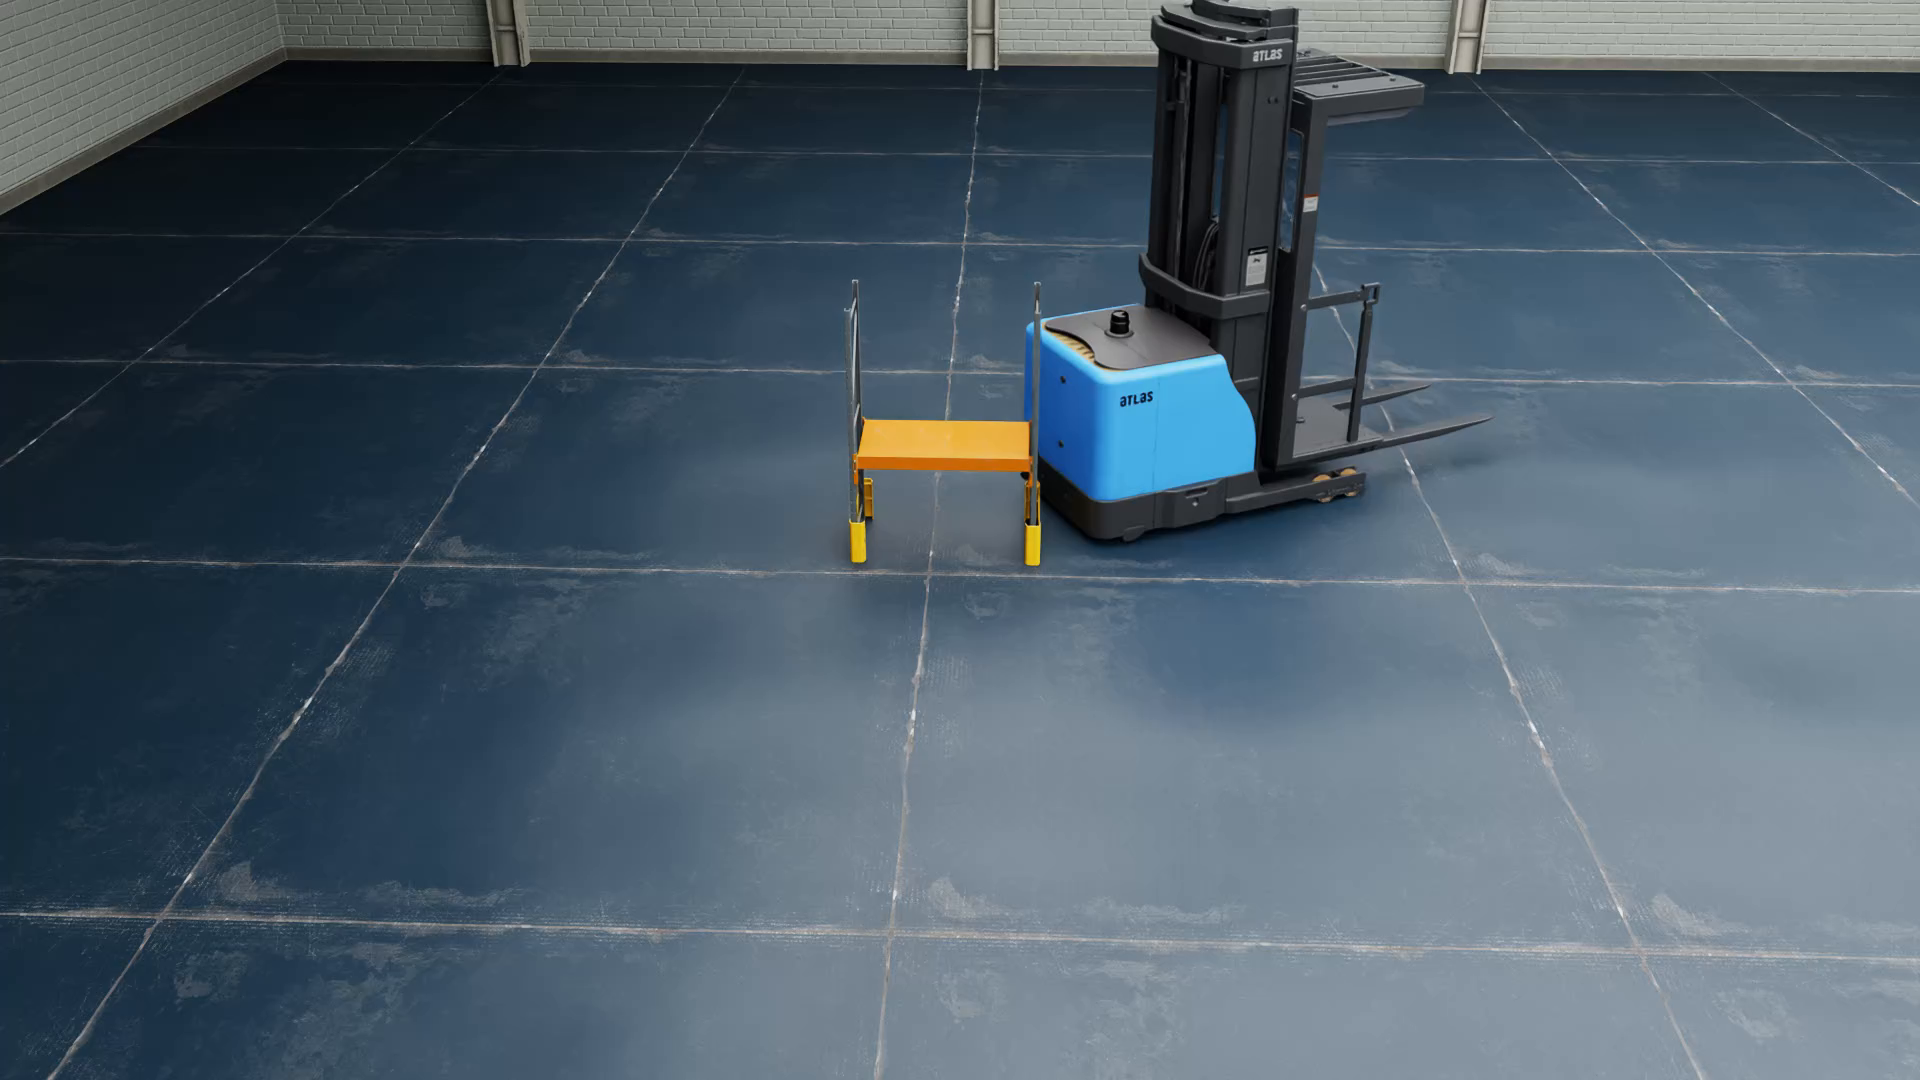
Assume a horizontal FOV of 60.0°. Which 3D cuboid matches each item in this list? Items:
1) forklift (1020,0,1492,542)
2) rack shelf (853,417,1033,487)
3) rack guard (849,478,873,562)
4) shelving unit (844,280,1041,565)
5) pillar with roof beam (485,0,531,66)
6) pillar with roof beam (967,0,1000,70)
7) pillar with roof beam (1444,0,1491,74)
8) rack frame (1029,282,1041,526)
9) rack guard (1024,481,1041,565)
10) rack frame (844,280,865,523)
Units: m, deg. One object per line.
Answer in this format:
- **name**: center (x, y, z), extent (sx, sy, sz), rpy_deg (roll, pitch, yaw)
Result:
- **forklift**: center (1.937, -1.738, 9.899), extent (3.031, 2.935, 1.130), rpy_deg (-12, 30, -22)
- **rack shelf**: center (-0.085, -0.505, 9.486), extent (1.000, 0.185, 0.538), rpy_deg (1, 28, 2)
- **rack guard**: center (-0.574, -0.120, 9.709), extent (0.087, 0.250, 0.587), rpy_deg (1, 28, 2)
- **shelving unit**: center (-0.076, -0.664, 9.401), extent (1.083, 1.500, 0.587), rpy_deg (1, 28, 2)
- **pillar with roof beam**: center (-5.858, -8.036, 15.301), extent (0.400, 9.000, 9.100), rpy_deg (1, 28, 2)
- **pillar with roof beam**: center (0.138, -7.937, 15.114), extent (0.400, 9.000, 9.100), rpy_deg (1, 28, 2)
- **pillar with roof beam**: center (6.134, -7.837, 14.927), extent (0.400, 9.000, 9.100), rpy_deg (1, 28, 2)
- **rack frame**: center (0.423, -0.656, 9.386), extent (0.032, 1.500, 0.500), rpy_deg (1, 28, 2)
- **rack guard**: center (0.422, -0.103, 9.678), extent (0.087, 0.250, 0.587), rpy_deg (1, 28, 2)
- **rack frame**: center (-0.593, -0.672, 9.417), extent (0.032, 1.500, 0.500), rpy_deg (1, 28, 2)
